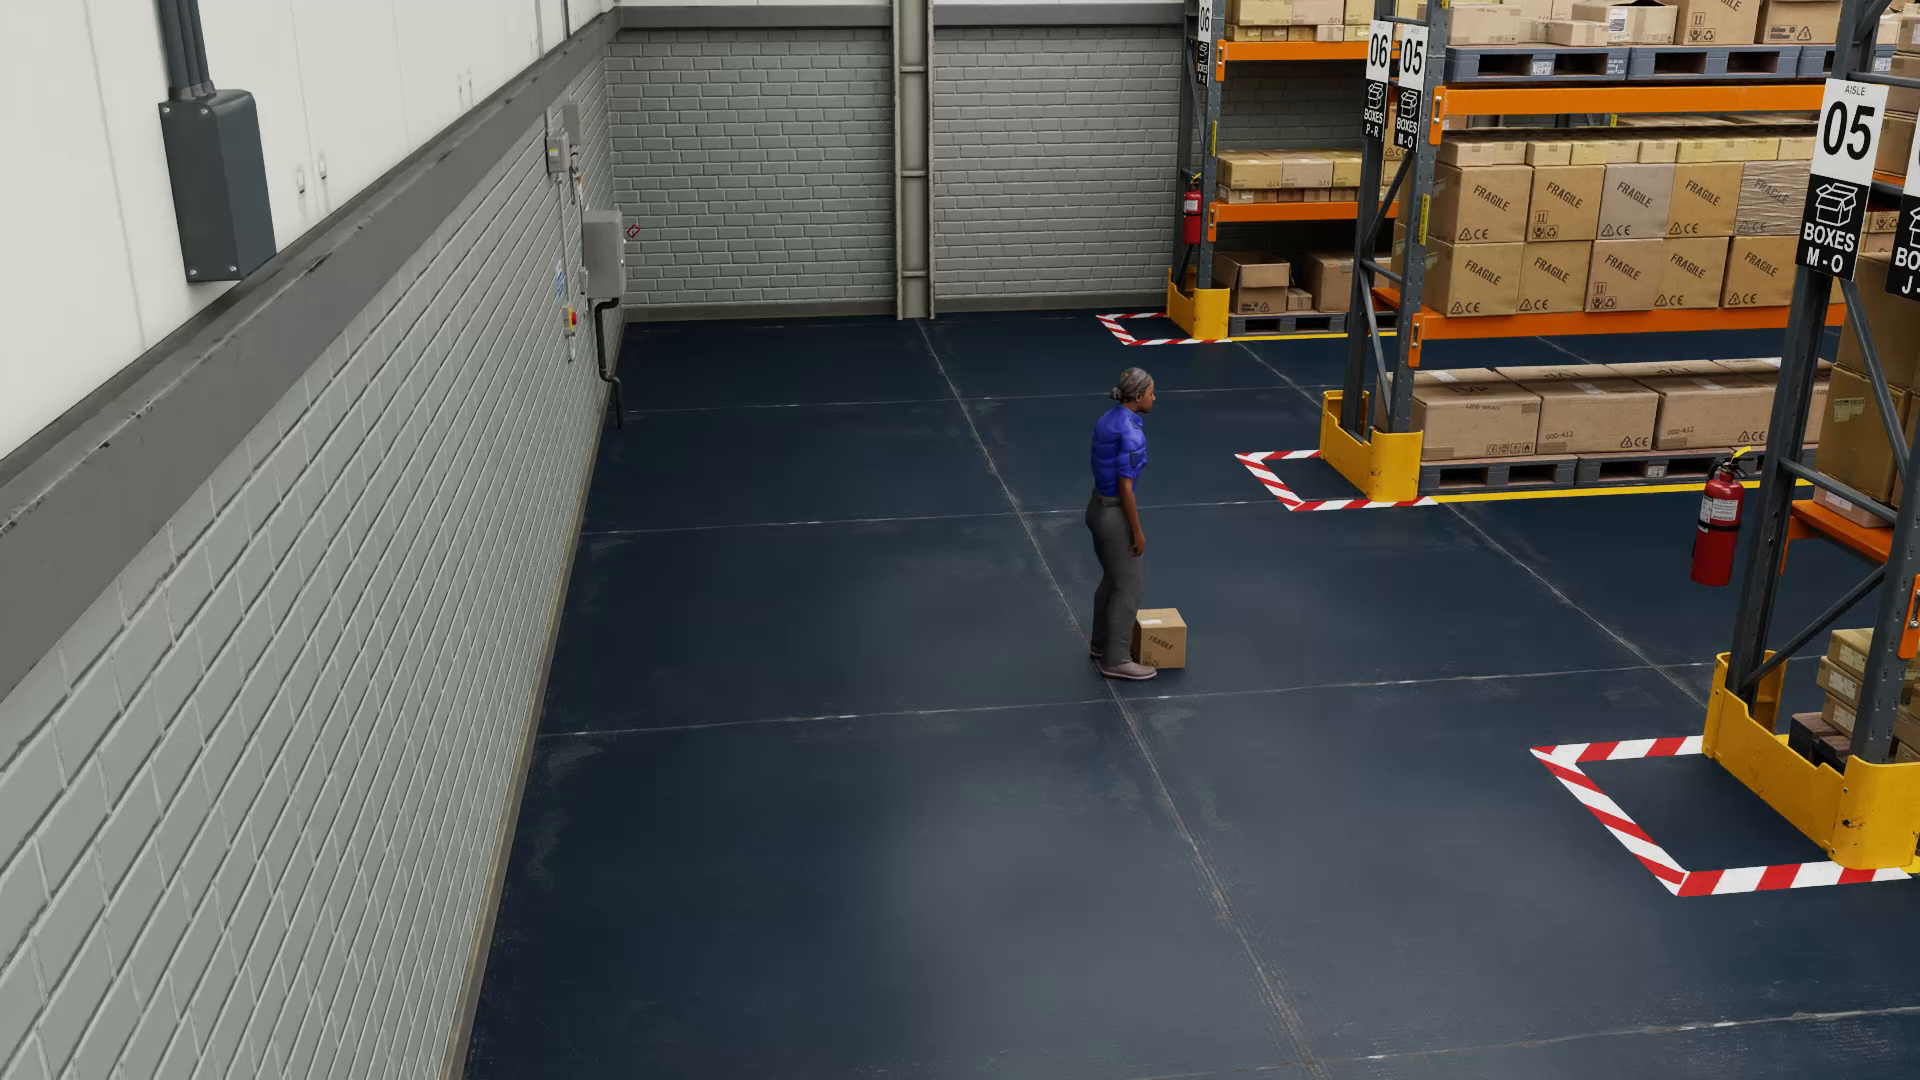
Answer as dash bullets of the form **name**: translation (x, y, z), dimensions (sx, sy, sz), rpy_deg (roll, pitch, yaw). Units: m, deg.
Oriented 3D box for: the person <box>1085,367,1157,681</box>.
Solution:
- **person**: translation (0.859, -0.102, 8.860), dimensions (0.349, 1.655, 0.532), rpy_deg (-4, 21, -11)
